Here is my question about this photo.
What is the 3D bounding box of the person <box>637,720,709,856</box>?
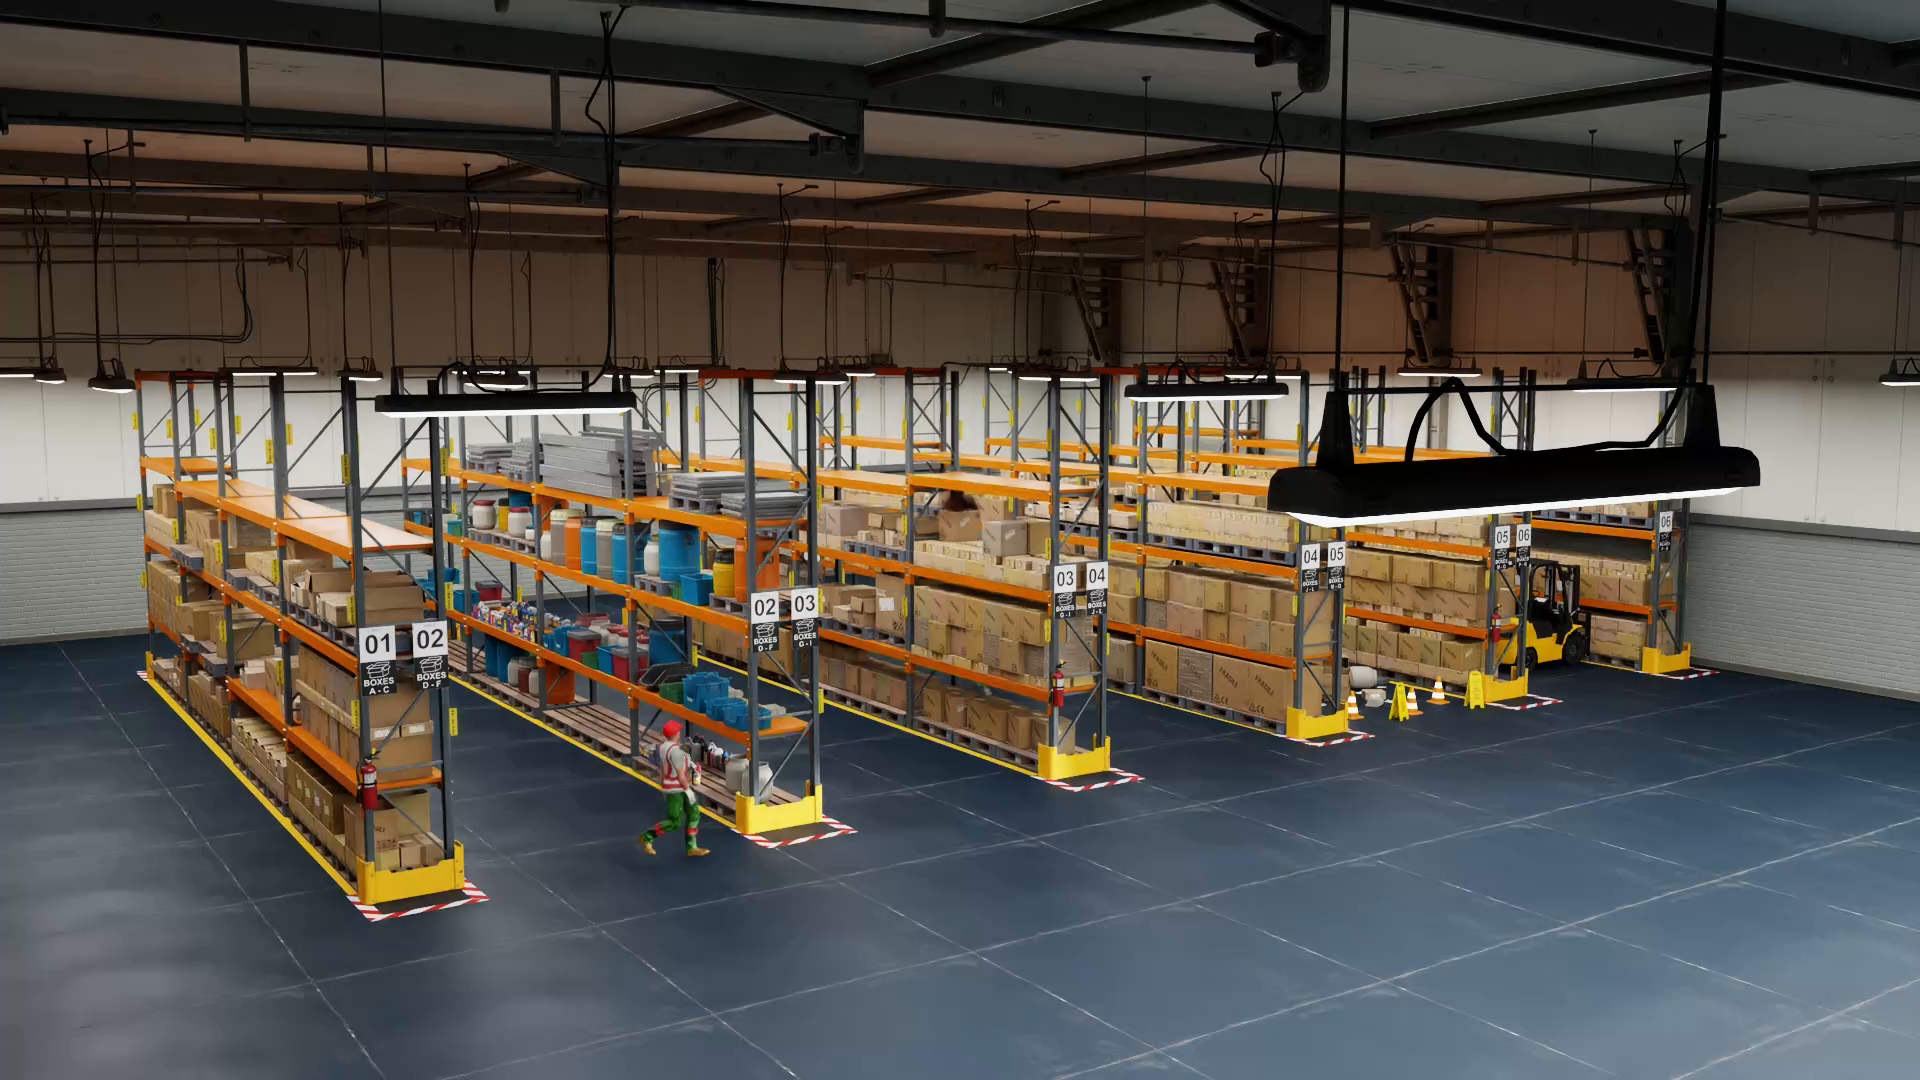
[{"bbox_3d":[-3.601,3.116,20.798,0.862,1.748,0.490,0,6,4],"label":"person"}]

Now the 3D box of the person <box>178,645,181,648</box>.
[{"bbox_3d":[-16.183,1.552,35.124,0.910,1.643,0.479,4,8,34],"label":"person"}]

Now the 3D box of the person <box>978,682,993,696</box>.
[{"bbox_3d":[0.516,1.996,31.074,0.537,1.738,0.804,-4,7,-29],"label":"person"}]

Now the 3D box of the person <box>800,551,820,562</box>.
[{"bbox_3d":[-3.911,0.549,43.450,0.627,1.708,1.065,1,7,8],"label":"person"}]
